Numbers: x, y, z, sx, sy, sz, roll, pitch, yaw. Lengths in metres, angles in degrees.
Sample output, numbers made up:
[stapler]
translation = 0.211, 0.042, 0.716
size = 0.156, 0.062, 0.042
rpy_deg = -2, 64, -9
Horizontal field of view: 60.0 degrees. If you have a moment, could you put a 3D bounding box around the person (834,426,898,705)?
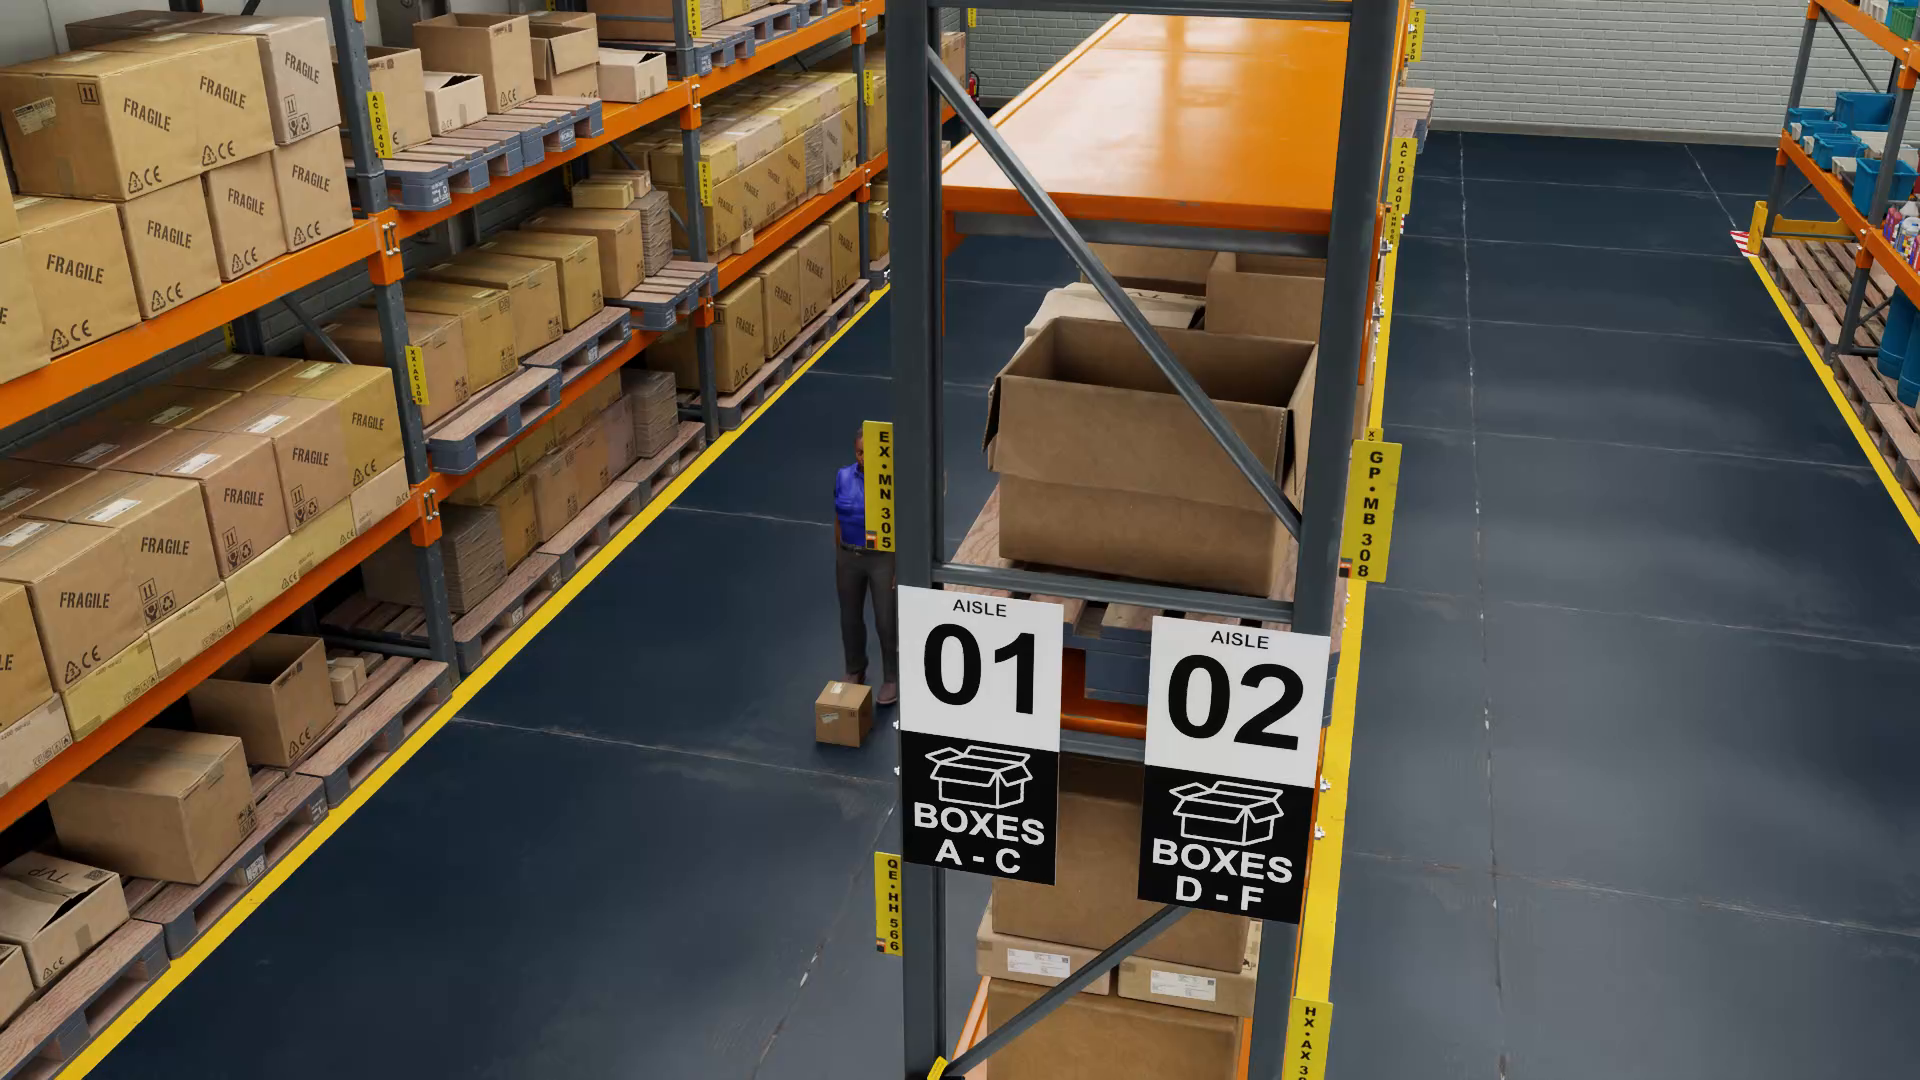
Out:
[person]
translation = -0.501, 0.135, 9.340
size = 0.436, 1.658, 0.317
rpy_deg = 7, 26, 14
